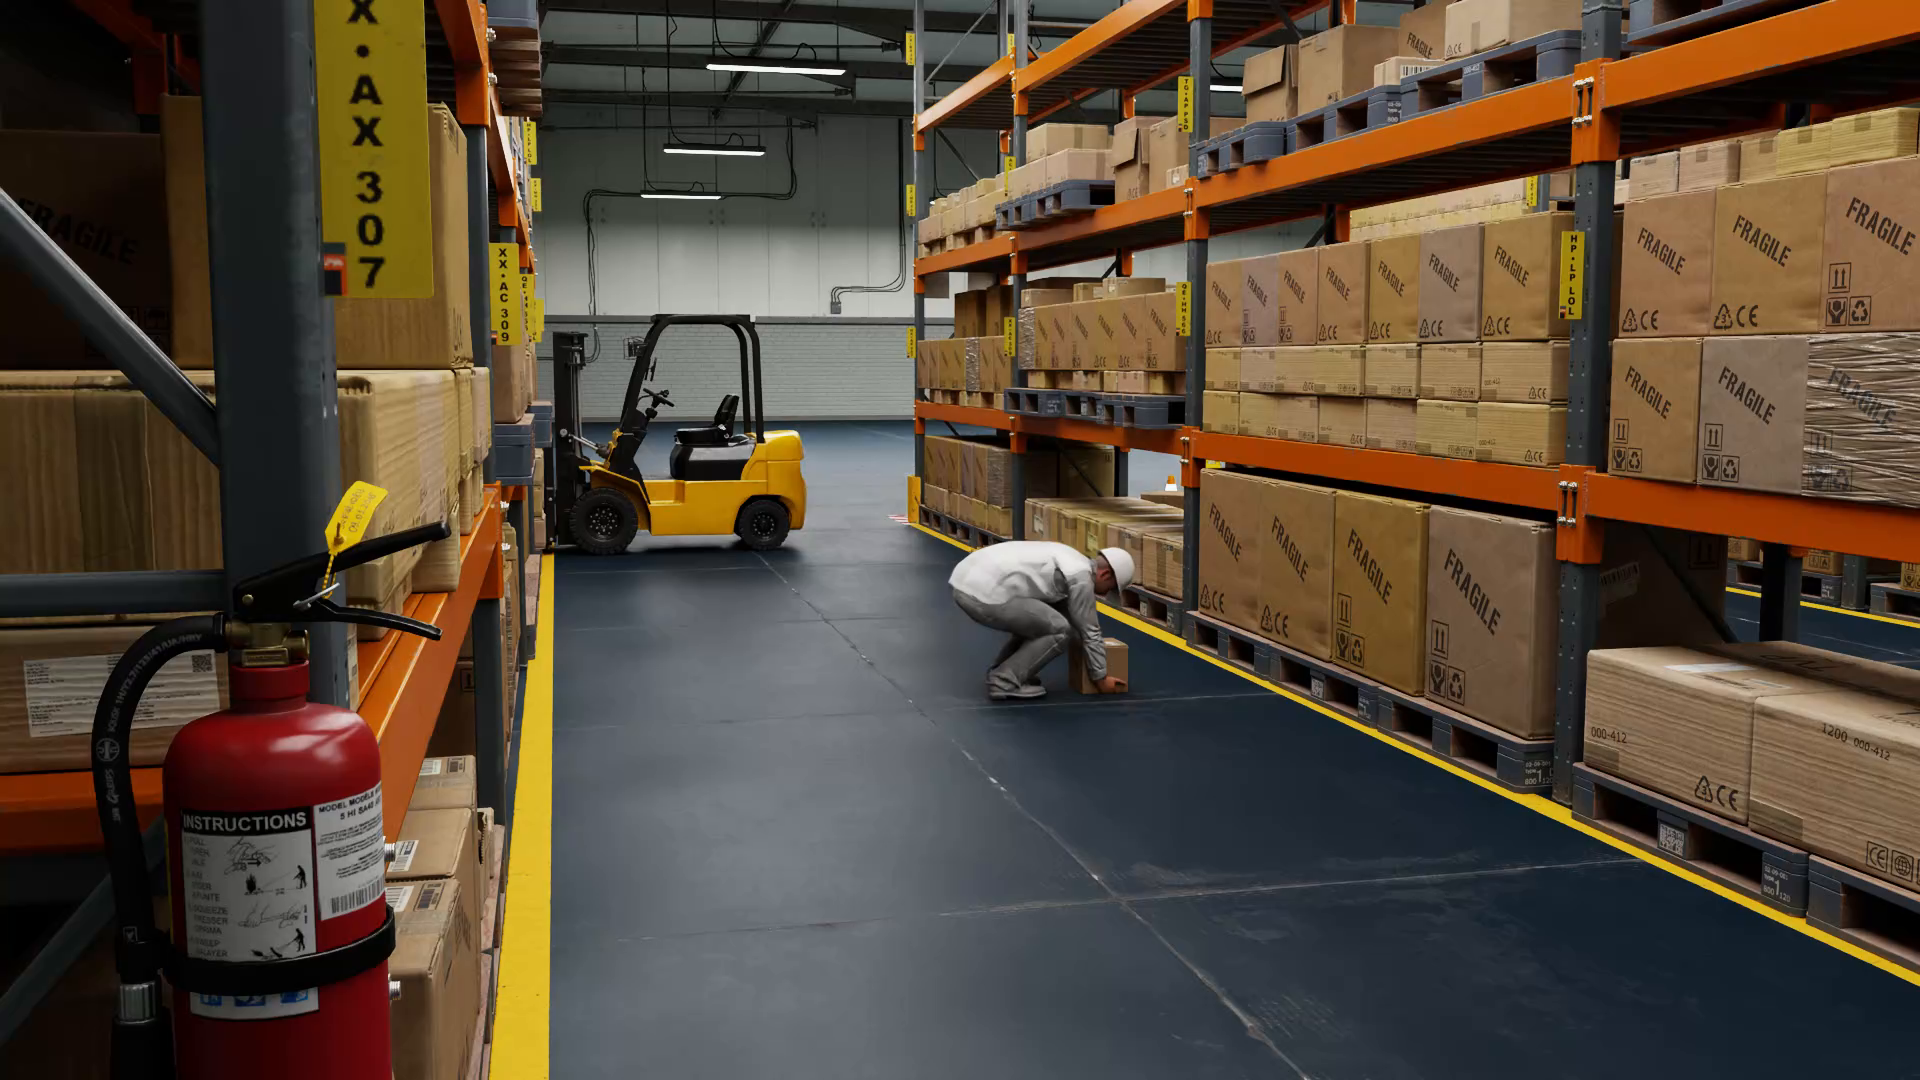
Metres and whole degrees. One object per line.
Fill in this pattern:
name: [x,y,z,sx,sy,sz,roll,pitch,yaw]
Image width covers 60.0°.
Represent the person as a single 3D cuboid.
person: [0.445,0.408,8.683,0.999,0.815,0.497,-2,6,-15]
